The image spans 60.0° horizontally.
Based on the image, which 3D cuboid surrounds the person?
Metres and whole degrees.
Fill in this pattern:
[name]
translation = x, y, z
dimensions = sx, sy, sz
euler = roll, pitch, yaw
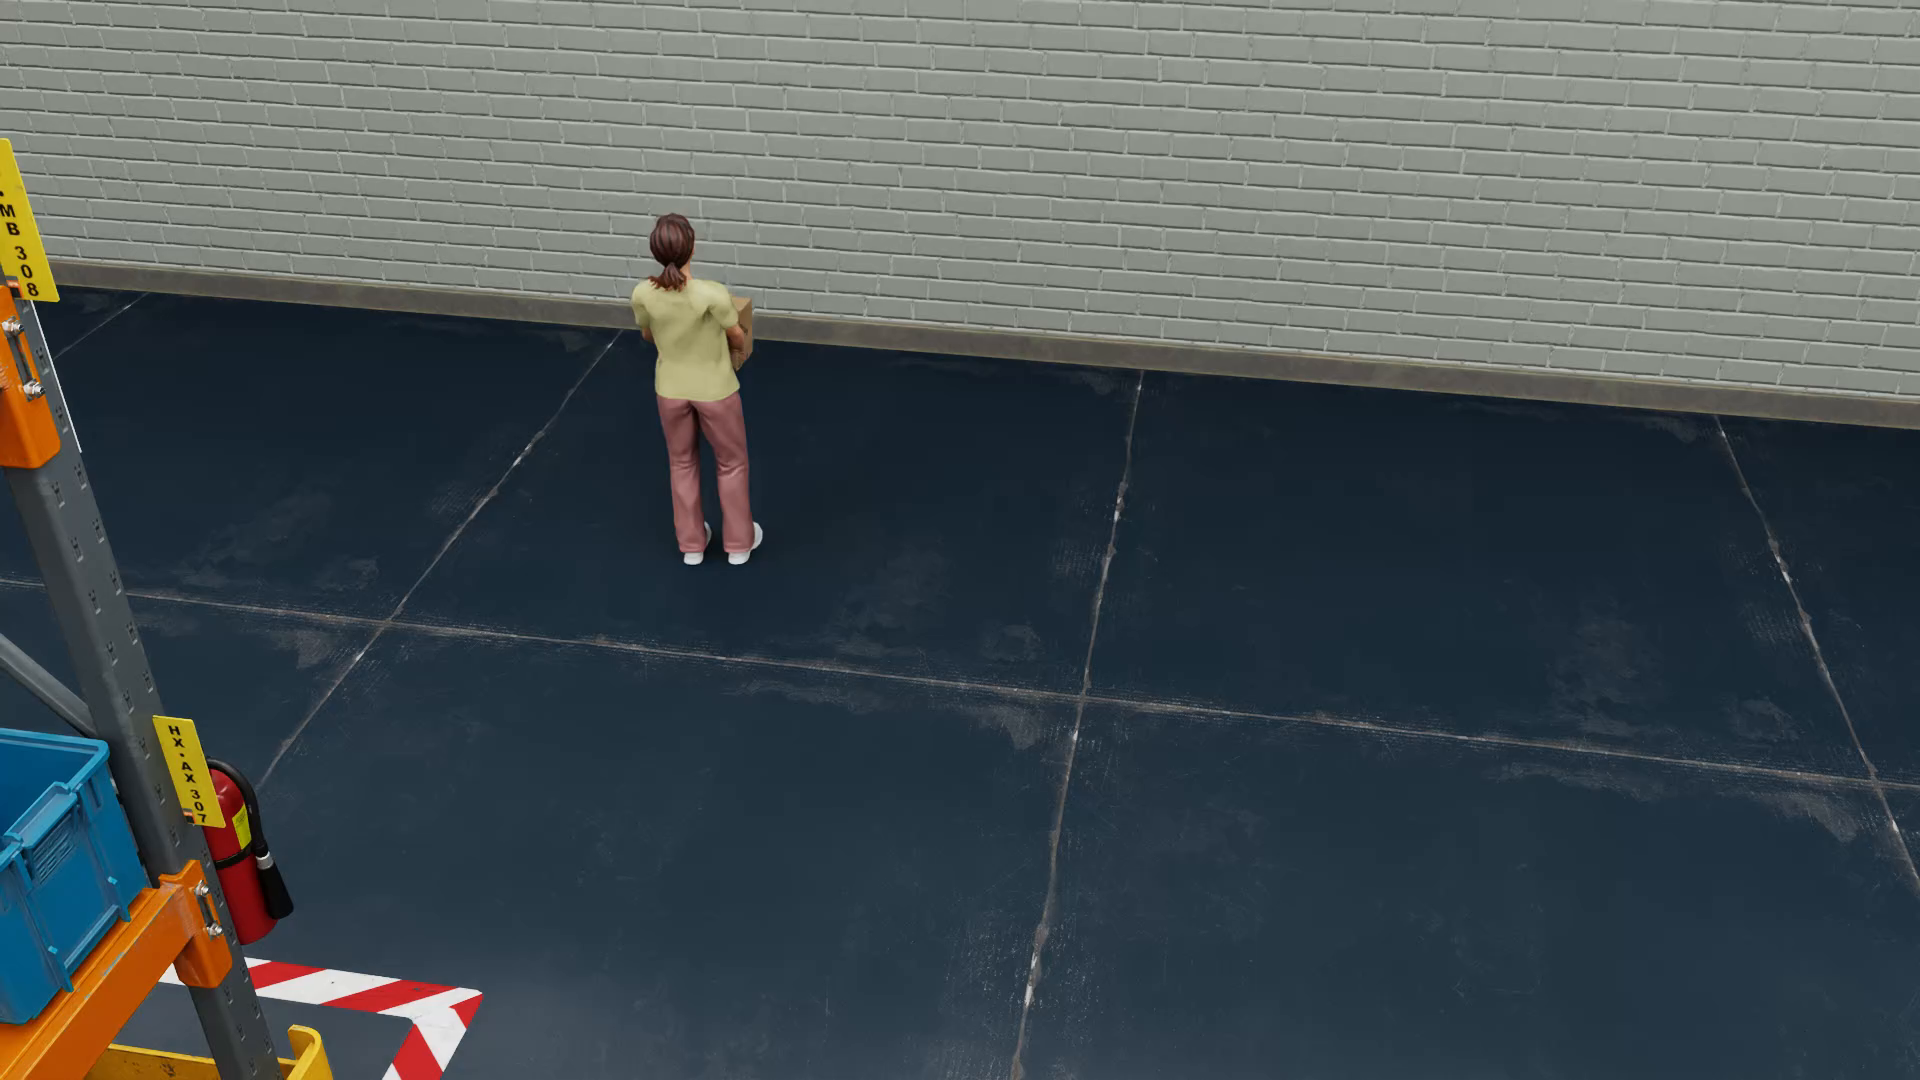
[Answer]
[person]
translation = -1.130, -0.655, 7.169
dimensions = 0.435, 1.671, 0.546
euler = 3, 33, 5
